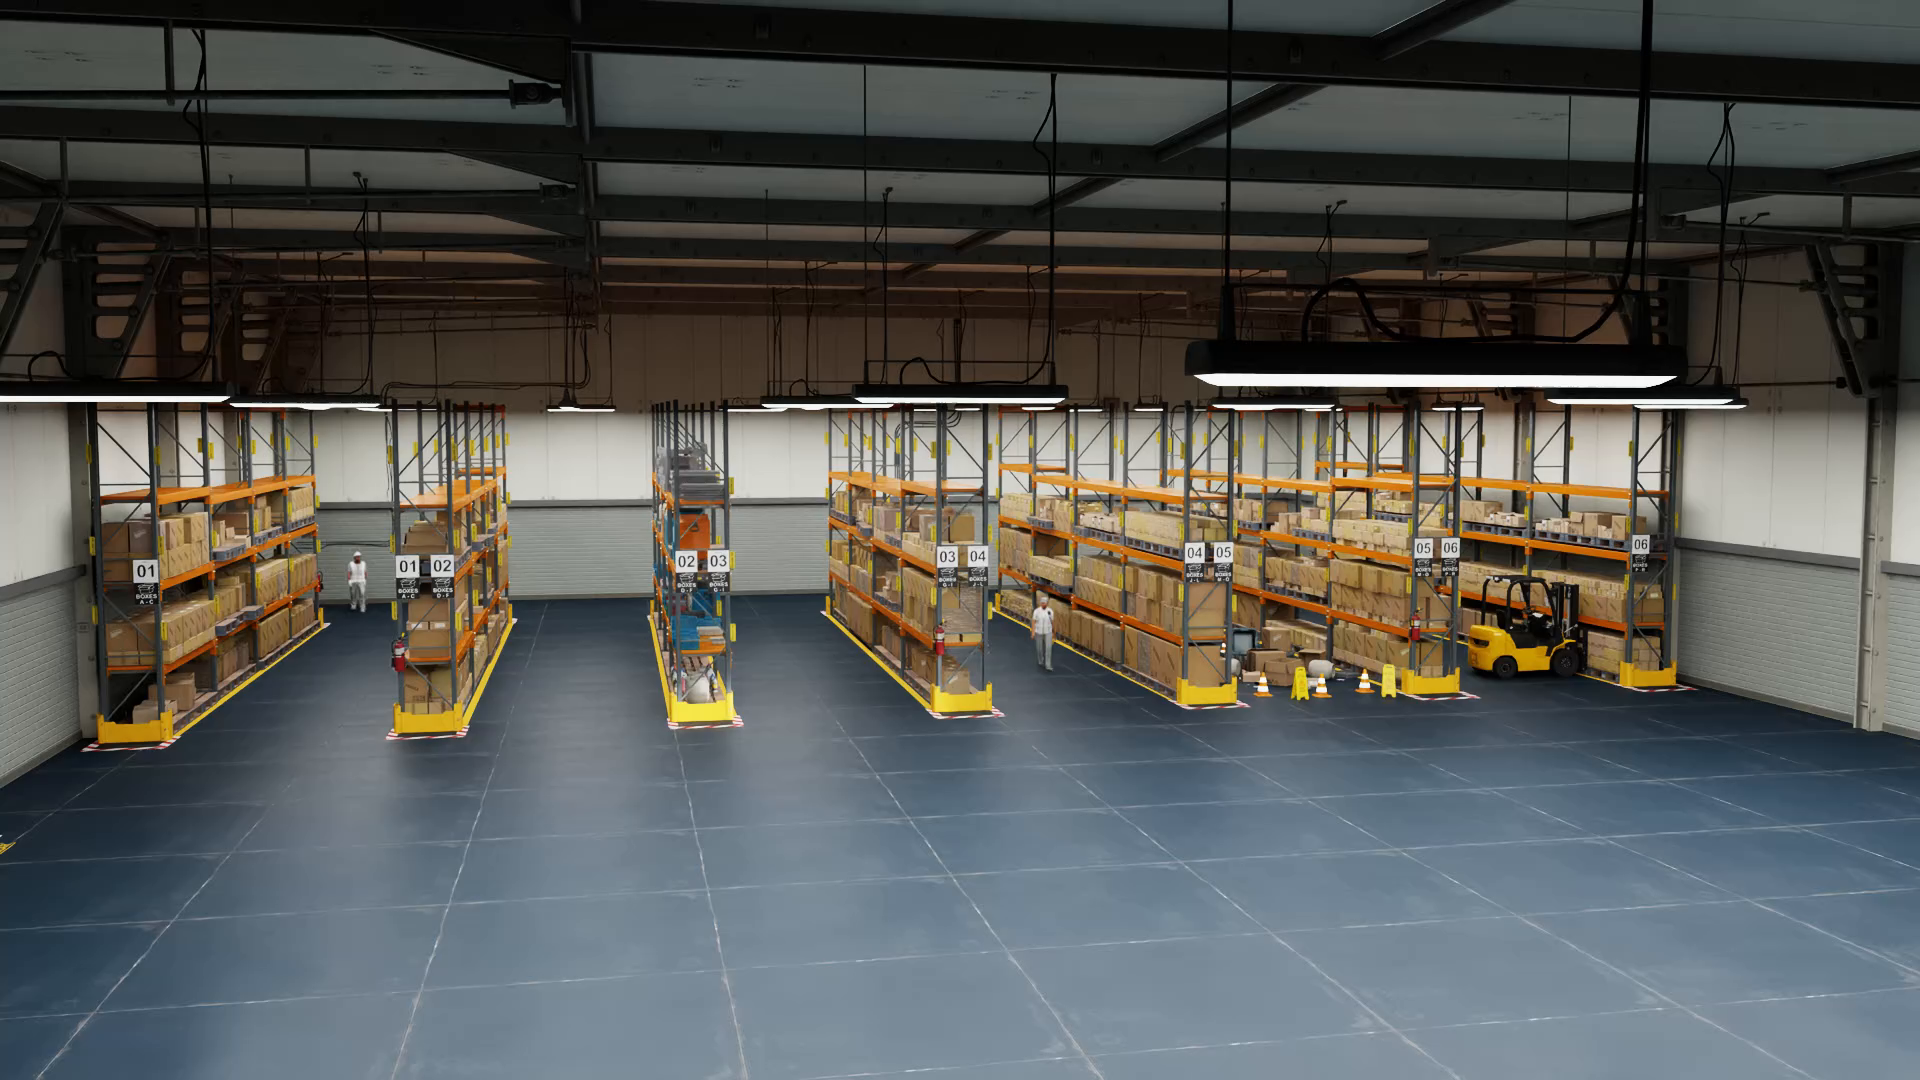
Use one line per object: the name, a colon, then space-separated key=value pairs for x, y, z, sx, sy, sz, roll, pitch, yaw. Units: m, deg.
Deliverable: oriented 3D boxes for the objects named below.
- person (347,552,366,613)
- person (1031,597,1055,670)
person: x=-17.428 y=1.217 z=48.078 sx=0.527 sy=1.741 sz=1.065 roll=-2 pitch=5 yaw=-21
person: x=1.867 y=2.082 z=37.418 sx=0.524 sy=1.588 sz=1.031 roll=0 pitch=4 yaw=5
